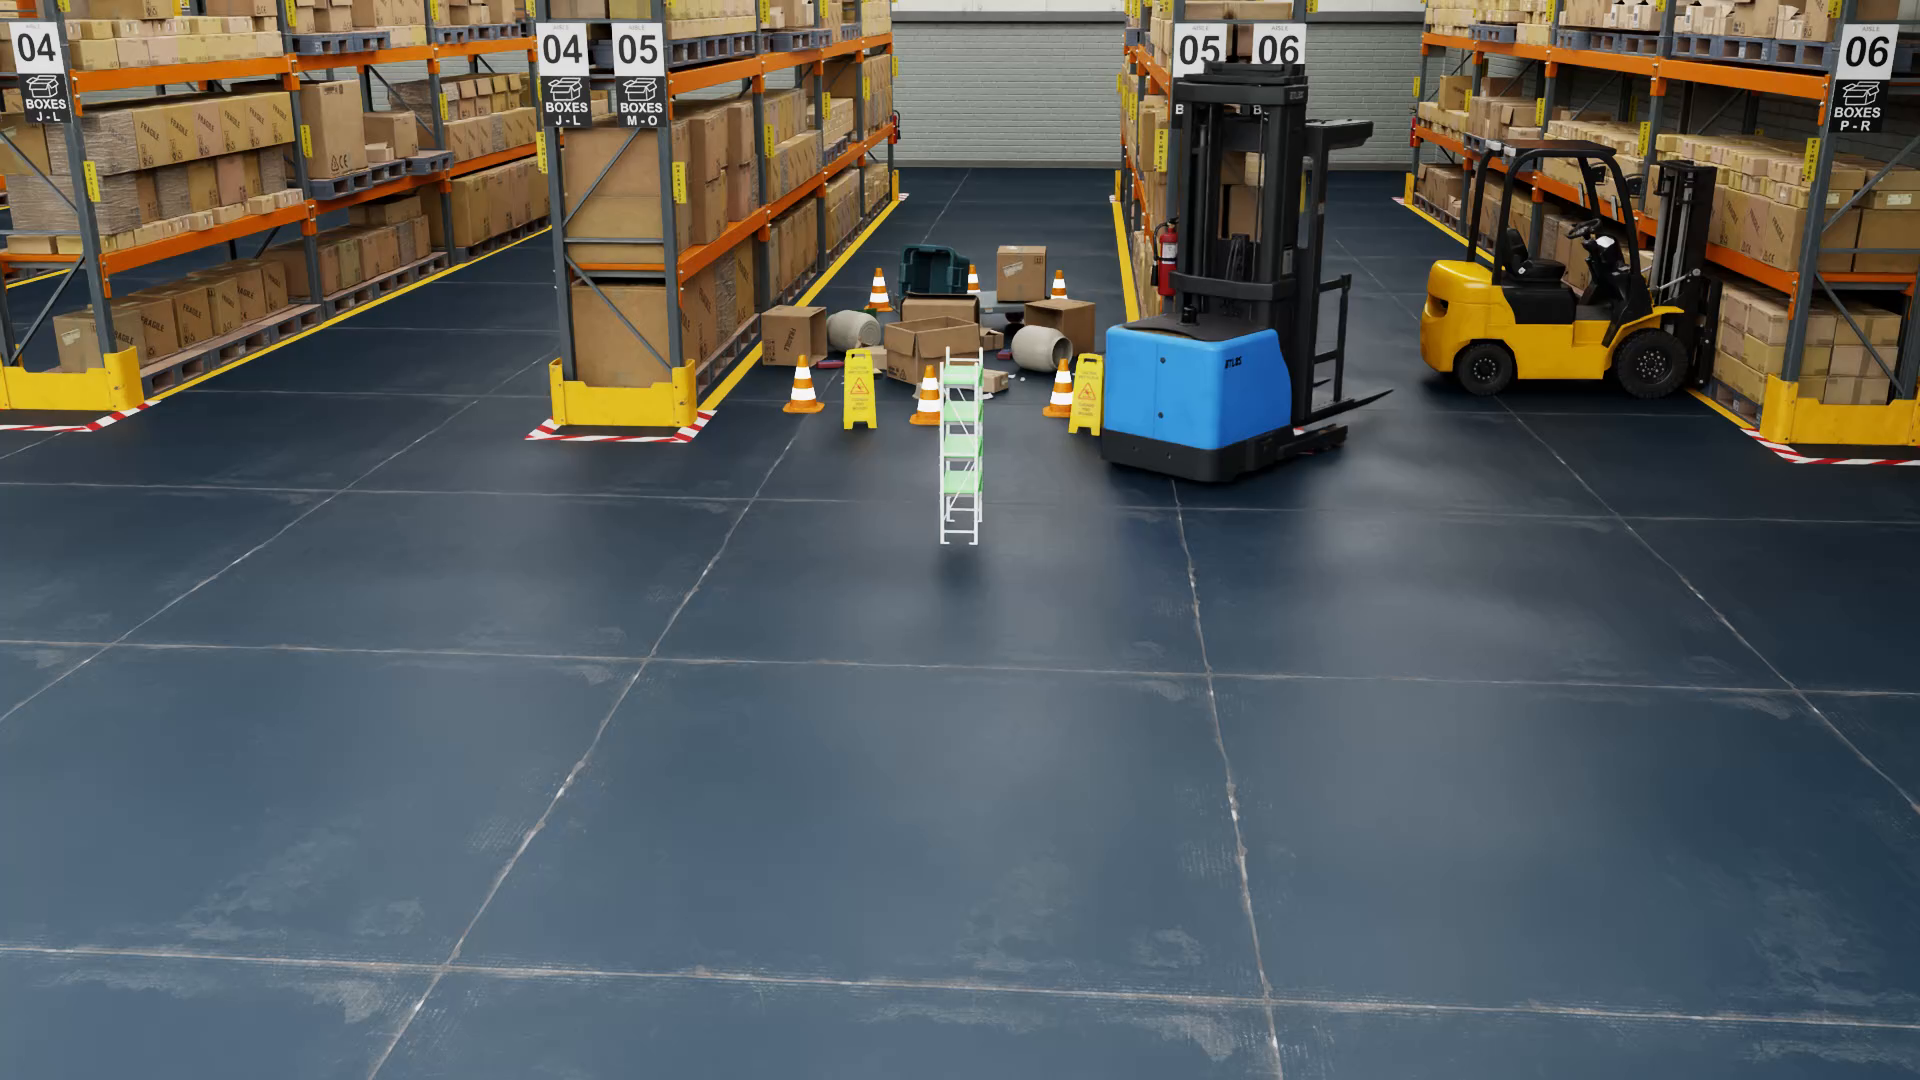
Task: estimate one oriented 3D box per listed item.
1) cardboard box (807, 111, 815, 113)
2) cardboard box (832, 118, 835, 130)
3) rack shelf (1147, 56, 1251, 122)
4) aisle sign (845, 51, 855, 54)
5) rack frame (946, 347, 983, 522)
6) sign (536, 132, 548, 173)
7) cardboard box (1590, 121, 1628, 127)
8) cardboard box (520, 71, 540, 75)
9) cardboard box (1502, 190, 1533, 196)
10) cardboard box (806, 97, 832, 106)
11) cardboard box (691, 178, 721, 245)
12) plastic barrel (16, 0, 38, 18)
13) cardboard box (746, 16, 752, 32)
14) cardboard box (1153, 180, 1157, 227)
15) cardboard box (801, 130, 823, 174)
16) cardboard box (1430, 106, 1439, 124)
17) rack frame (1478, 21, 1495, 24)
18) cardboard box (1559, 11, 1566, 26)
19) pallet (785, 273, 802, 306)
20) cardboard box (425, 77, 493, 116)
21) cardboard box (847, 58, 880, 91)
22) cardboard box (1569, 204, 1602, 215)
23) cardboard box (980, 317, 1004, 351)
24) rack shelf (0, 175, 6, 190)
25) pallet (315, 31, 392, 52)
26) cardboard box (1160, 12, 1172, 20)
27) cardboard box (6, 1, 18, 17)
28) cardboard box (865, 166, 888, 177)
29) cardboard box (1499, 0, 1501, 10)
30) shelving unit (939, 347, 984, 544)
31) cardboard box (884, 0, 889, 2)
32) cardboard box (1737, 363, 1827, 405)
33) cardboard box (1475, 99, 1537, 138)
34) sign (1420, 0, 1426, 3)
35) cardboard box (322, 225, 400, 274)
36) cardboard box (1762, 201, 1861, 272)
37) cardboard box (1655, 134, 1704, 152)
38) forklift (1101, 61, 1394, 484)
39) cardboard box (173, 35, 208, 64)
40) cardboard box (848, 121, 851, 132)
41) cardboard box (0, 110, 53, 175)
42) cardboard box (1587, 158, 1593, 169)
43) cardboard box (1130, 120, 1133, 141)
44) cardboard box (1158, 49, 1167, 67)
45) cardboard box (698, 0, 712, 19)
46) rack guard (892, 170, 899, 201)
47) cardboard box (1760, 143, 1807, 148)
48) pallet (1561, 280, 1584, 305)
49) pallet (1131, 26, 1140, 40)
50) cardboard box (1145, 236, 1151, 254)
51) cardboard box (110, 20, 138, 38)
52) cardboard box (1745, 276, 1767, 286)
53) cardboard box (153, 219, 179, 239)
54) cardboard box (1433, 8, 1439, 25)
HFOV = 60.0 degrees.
[{"bbox_3d":[-1.990,-5.504,21.676,0.380,0.149,0.250,1,18,2],"label":"cardboard box"},{"bbox_3d":[-1.907,-5.685,22.708,0.380,0.149,0.250,1,18,3],"label":"cardboard box"},{"bbox_3d":[2.281,-4.059,14.832,1.077,0.370,4.000,1,18,4],"label":"rack shelf"},{"bbox_3d":[-1.954,-8.668,28.383,0.394,0.787,0.004,1,18,4],"label":"aisle sign"},{"bbox_3d":[0.029,-0.697,11.124,0.240,1.200,0.015,1,18,4],"label":"rack frame"},{"bbox_3d":[-3.347,-3.113,13.365,0.100,0.325,0.005,1,18,4],"label":"sign"},{"bbox_3d":[7.841,-4.980,20.101,0.380,0.149,0.250,2,18,6],"label":"cardboard box"},{"bbox_3d":[-6.970,-7.512,27.590,0.500,0.500,0.500,1,18,2],"label":"cardboard box"},{"bbox_3d":[7.637,-4.695,22.732,0.380,0.149,0.250,1,18,4],"label":"cardboard box"},{"bbox_3d":[-2.194,-6.506,25.322,0.500,0.500,0.500,1,18,4],"label":"cardboard box"},{"bbox_3d":[-2.642,-2.963,14.909,0.875,0.550,0.550,1,18,4],"label":"cardboard box"},{"bbox_3d":[-12.070,-7.176,21.825,0.600,0.830,0.708,1,18,4],"label":"plastic barrel"},{"bbox_3d":[-2.245,-5.030,16.209,0.380,0.149,0.250,2,18,5],"label":"cardboard box"},{"bbox_3d":[1.982,-3.029,14.711,0.500,0.500,0.500,1,18,4],"label":"cardboard box"},{"bbox_3d":[-1.998,-4.820,20.654,0.500,0.500,0.500,1,18,4],"label":"cardboard box"},{"bbox_3d":[7.866,-6.835,26.729,0.500,0.250,0.500,1,18,3],"label":"cardboard box"},{"bbox_3d":[7.949,-8.823,23.396,1.000,3.000,0.127,1,18,4],"label":"rack frame"},{"bbox_3d":[7.335,-6.189,19.718,0.380,0.166,0.250,1,18,4],"label":"cardboard box"},{"bbox_3d":[-2.455,-2.972,19.654,1.003,0.211,1.213,1,18,4],"label":"pallet"},{"bbox_3d":[-7.014,-6.222,23.323,0.797,0.503,0.637,2,18,6],"label":"cardboard box"},{"bbox_3d":[-1.544,-7.436,26.554,0.500,0.500,0.500,1,18,2],"label":"cardboard box"},{"bbox_3d":[8.011,-4.204,21.235,0.380,0.149,0.250,2,18,7],"label":"cardboard box"},{"bbox_3d":[0.225,-2.092,16.882,0.258,0.266,0.396,-13,22,-34],"label":"cardboard box"},{"bbox_3d":[-12.257,-4.208,20.103,1.077,0.370,4.000,1,18,4],"label":"rack shelf"},{"bbox_3d":[-7.238,-5.666,18.881,1.213,0.211,1.003,1,18,4],"label":"pallet"},{"bbox_3d":[1.944,-4.628,14.535,0.380,0.149,0.250,2,18,5],"label":"cardboard box"},{"bbox_3d":[-16.298,-9.038,28.310,0.500,0.250,0.500,1,18,4],"label":"cardboard box"},{"bbox_3d":[-1.412,-6.200,27.976,0.380,0.149,0.250,1,18,3],"label":"cardboard box"},{"bbox_3d":[7.530,-7.260,22.535,0.380,0.149,0.250,2,18,5],"label":"cardboard box"},{"bbox_3d":[0.012,-0.622,10.893,0.258,1.200,0.503,1,18,4],"label":"shelving unit"},{"bbox_3d":[-1.390,-9.074,27.779,0.380,0.149,0.250,1,18,3],"label":"cardboard box"},{"bbox_3d":[6.808,-1.291,13.786,0.500,0.250,0.500,1,18,4],"label":"cardboard box"},{"bbox_3d":[7.654,-5.913,23.315,0.700,0.500,0.500,1,18,5],"label":"cardboard box"},{"bbox_3d":[7.695,-9.067,27.556,0.100,0.325,0.005,1,18,4],"label":"sign"},{"bbox_3d":[-7.262,-3.524,20.169,0.700,0.500,0.500,3,18,9],"label":"cardboard box"},{"bbox_3d":[6.862,-2.451,13.425,0.500,0.500,0.500,1,18,3],"label":"cardboard box"},{"bbox_3d":[7.057,-3.892,16.303,0.380,0.149,0.250,2,18,5],"label":"cardboard box"},{"bbox_3d":[2.427,-2.186,12.887,1.130,2.935,3.031,16,24,40],"label":"forklift"},{"bbox_3d":[-7.352,-4.550,15.414,0.500,0.250,0.500,2,18,6],"label":"cardboard box"},{"bbox_3d":[-1.795,-6.032,24.244,0.380,0.149,0.250,1,18,4],"label":"cardboard box"},{"bbox_3d":[-7.954,-3.416,14.287,0.500,0.500,0.500,1,18,4],"label":"cardboard box"},{"bbox_3d":[7.283,-4.286,18.625,0.500,0.250,0.500,2,18,5],"label":"cardboard box"},{"bbox_3d":[2.542,-5.480,22.269,0.500,0.250,0.500,1,18,2],"label":"cardboard box"},{"bbox_3d":[1.950,-4.256,14.679,0.380,0.149,0.250,1,18,3],"label":"cardboard box"},{"bbox_3d":[-2.445,-4.635,14.361,0.500,0.250,0.500,1,18,3],"label":"cardboard box"},{"bbox_3d":[-1.665,-6.191,29.015,1.175,0.500,0.348,1,18,4],"label":"rack guard"},{"bbox_3d":[7.595,-3.560,15.289,0.380,0.149,0.250,1,18,3],"label":"cardboard box"},{"bbox_3d":[7.475,-2.772,19.042,1.003,0.211,1.213,1,18,4],"label":"pallet"},{"bbox_3d":[2.782,-6.723,22.110,1.003,0.211,1.213,2,18,6],"label":"pallet"},{"bbox_3d":[2.044,-2.940,16.572,0.380,0.149,0.250,2,18,5],"label":"cardboard box"},{"bbox_3d":[-7.395,-4.442,14.446,0.380,0.149,0.250,2,18,6],"label":"cardboard box"},{"bbox_3d":[7.435,-2.227,15.039,0.500,0.250,0.500,1,18,3],"label":"cardboard box"},{"bbox_3d":[-7.396,-2.850,15.206,0.380,0.149,0.250,1,18,4],"label":"cardboard box"},{"bbox_3d":[7.916,-8.420,26.747,0.500,0.250,0.500,2,18,5],"label":"cardboard box"}]
